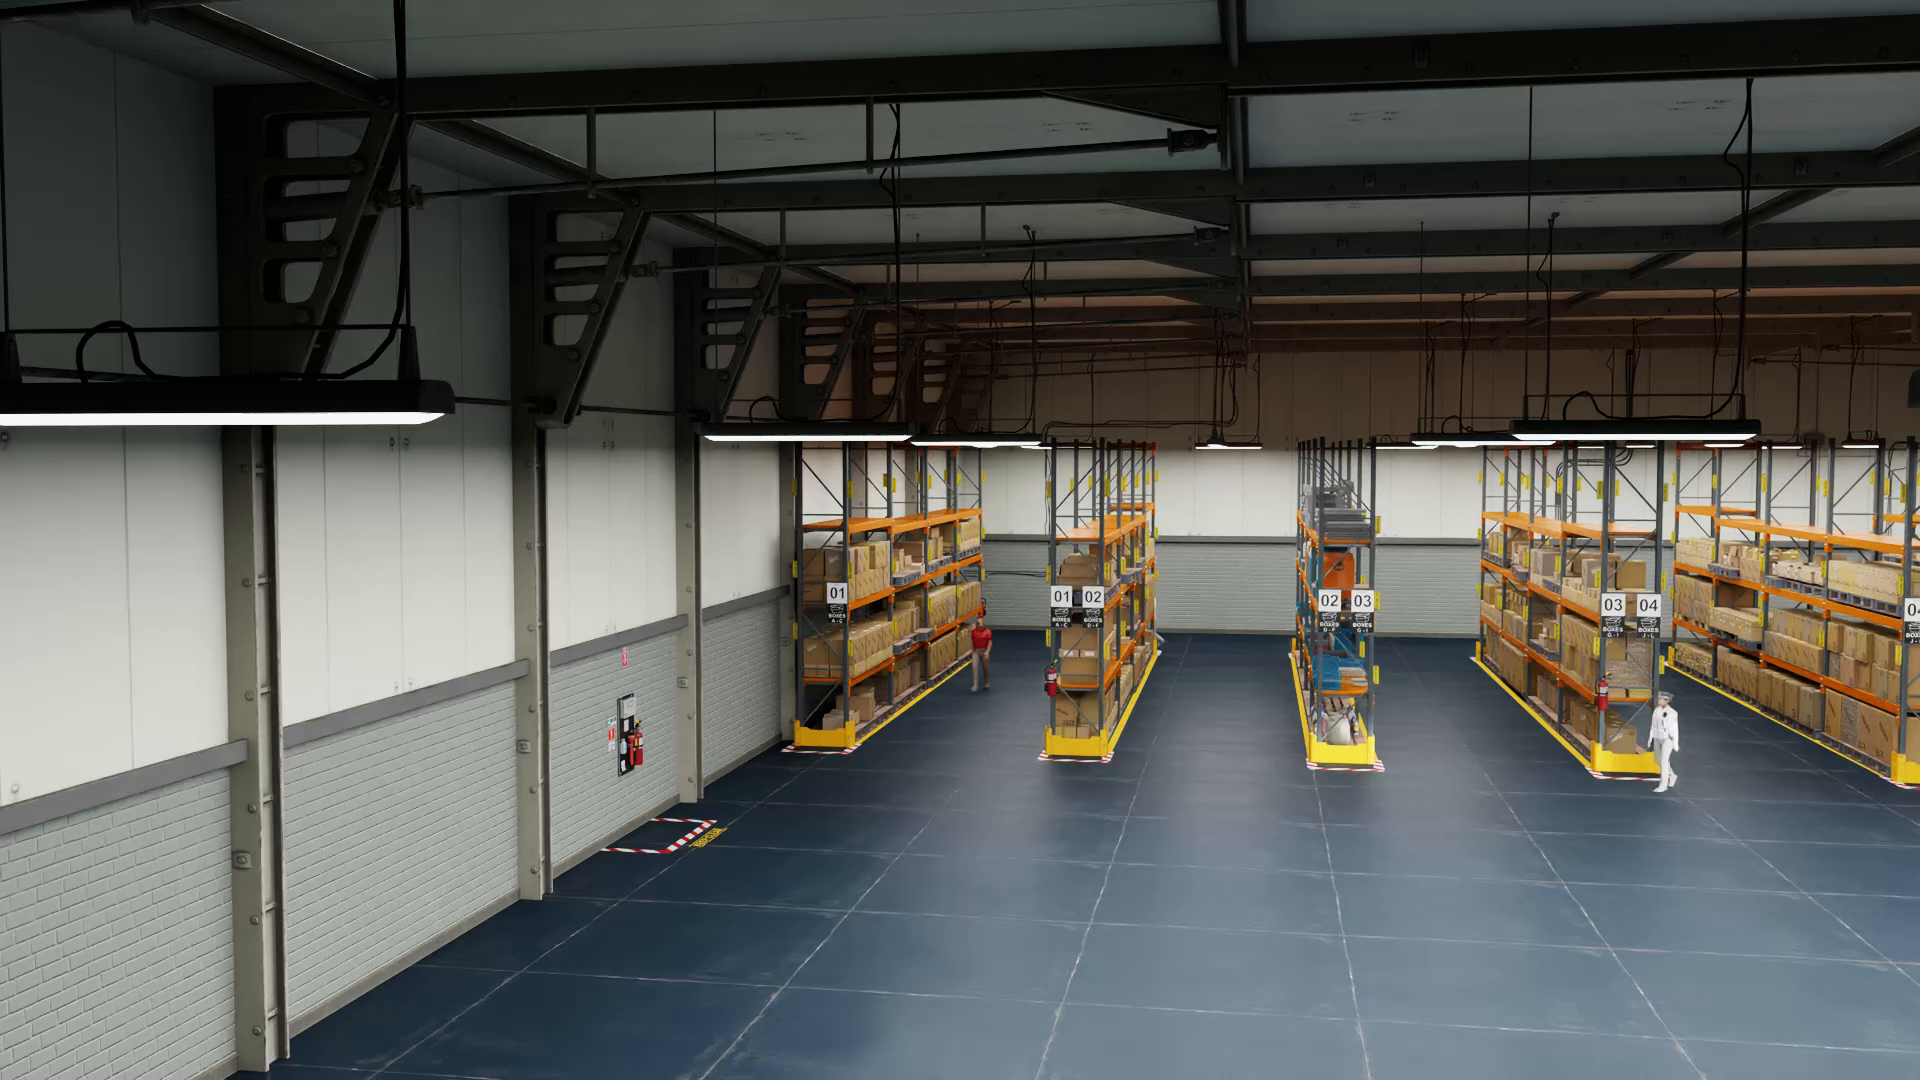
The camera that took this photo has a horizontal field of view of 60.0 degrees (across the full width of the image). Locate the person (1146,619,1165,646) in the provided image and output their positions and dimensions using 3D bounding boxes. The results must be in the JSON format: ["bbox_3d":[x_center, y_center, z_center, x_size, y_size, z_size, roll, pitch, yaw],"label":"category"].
[{"bbox_3d":[5.481,2.294,48.237,0.919,1.727,0.532,1,3,13],"label":"person"}]

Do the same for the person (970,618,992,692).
[{"bbox_3d":[0.493,2.747,40.038,0.556,1.705,0.890,1,3,17],"label":"person"}]

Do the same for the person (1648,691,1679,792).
[{"bbox_3d":[11.956,3.388,28.163,0.701,1.675,0.475,-1,3,-21],"label":"person"}]
